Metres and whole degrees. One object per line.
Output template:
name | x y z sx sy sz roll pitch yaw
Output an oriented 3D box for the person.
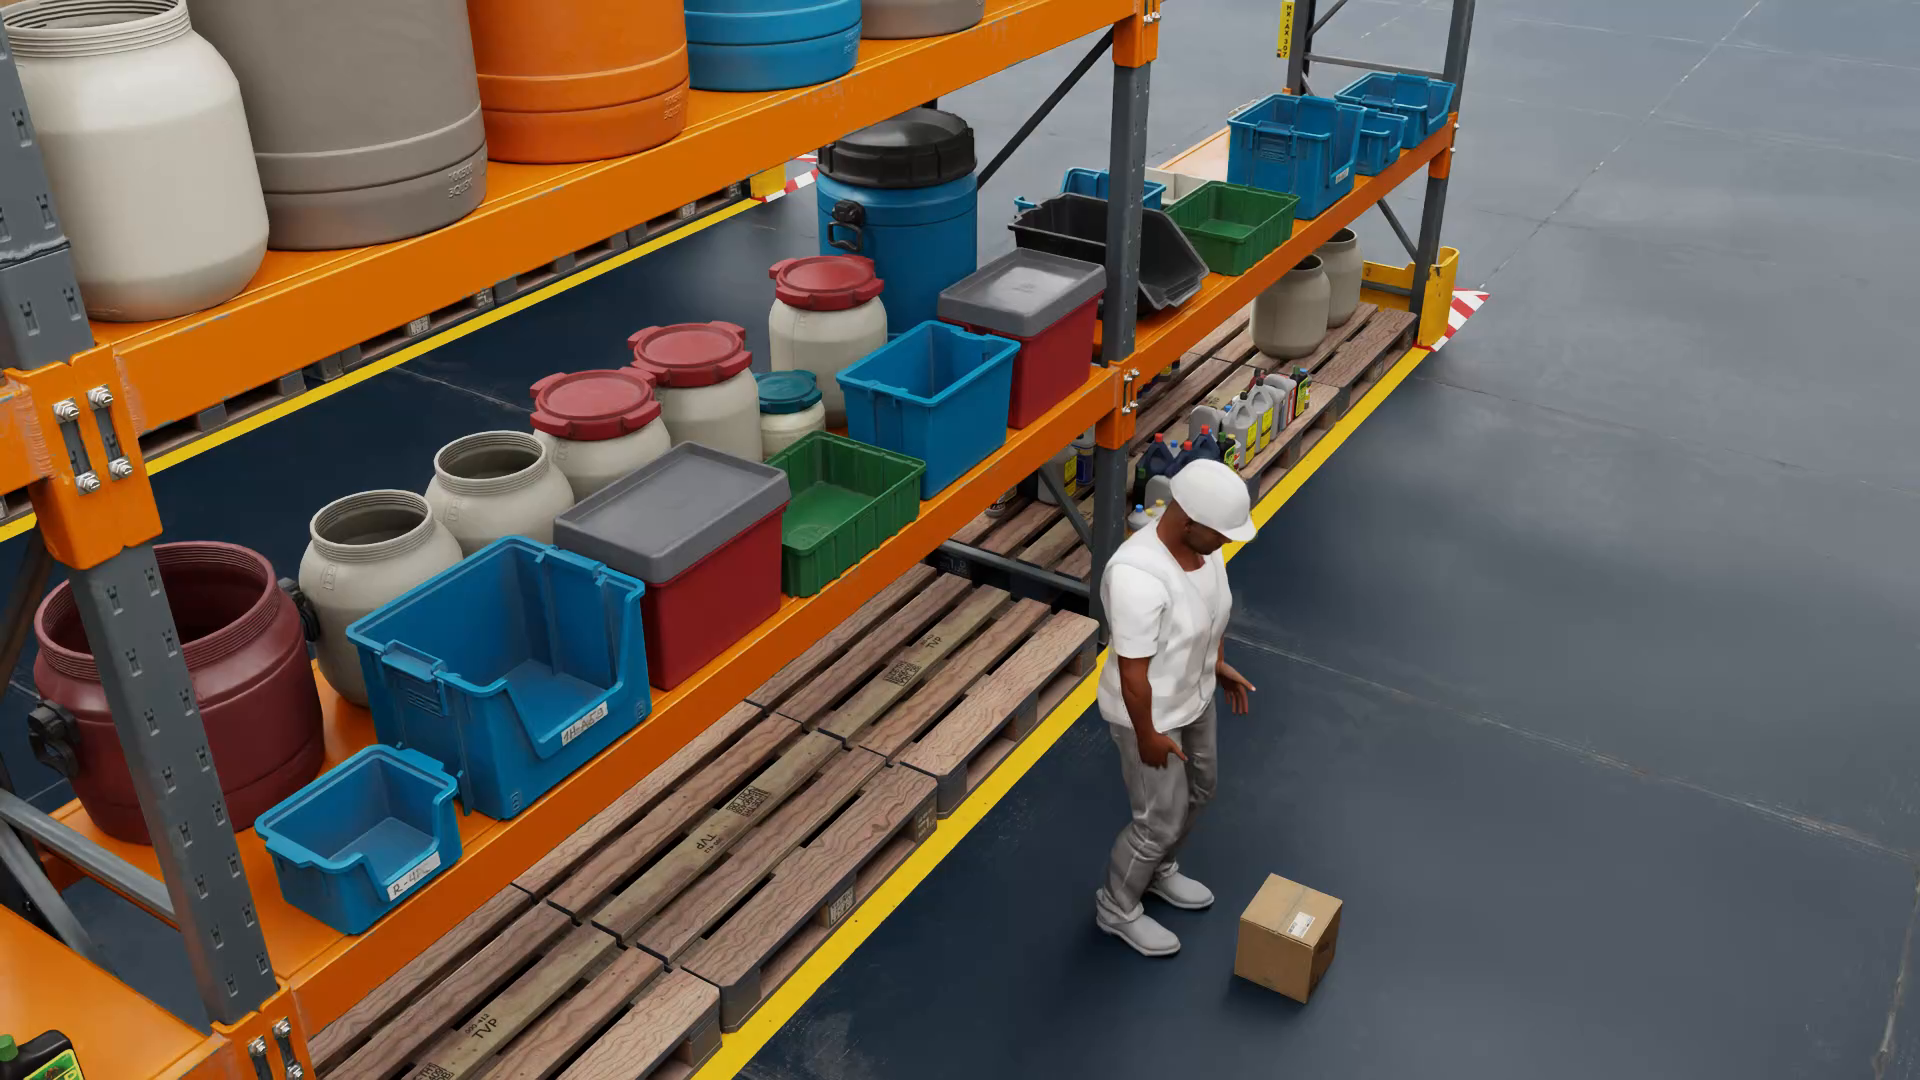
person | 0.675 0.512 5.260 0.409 1.738 0.581 18 35 28
